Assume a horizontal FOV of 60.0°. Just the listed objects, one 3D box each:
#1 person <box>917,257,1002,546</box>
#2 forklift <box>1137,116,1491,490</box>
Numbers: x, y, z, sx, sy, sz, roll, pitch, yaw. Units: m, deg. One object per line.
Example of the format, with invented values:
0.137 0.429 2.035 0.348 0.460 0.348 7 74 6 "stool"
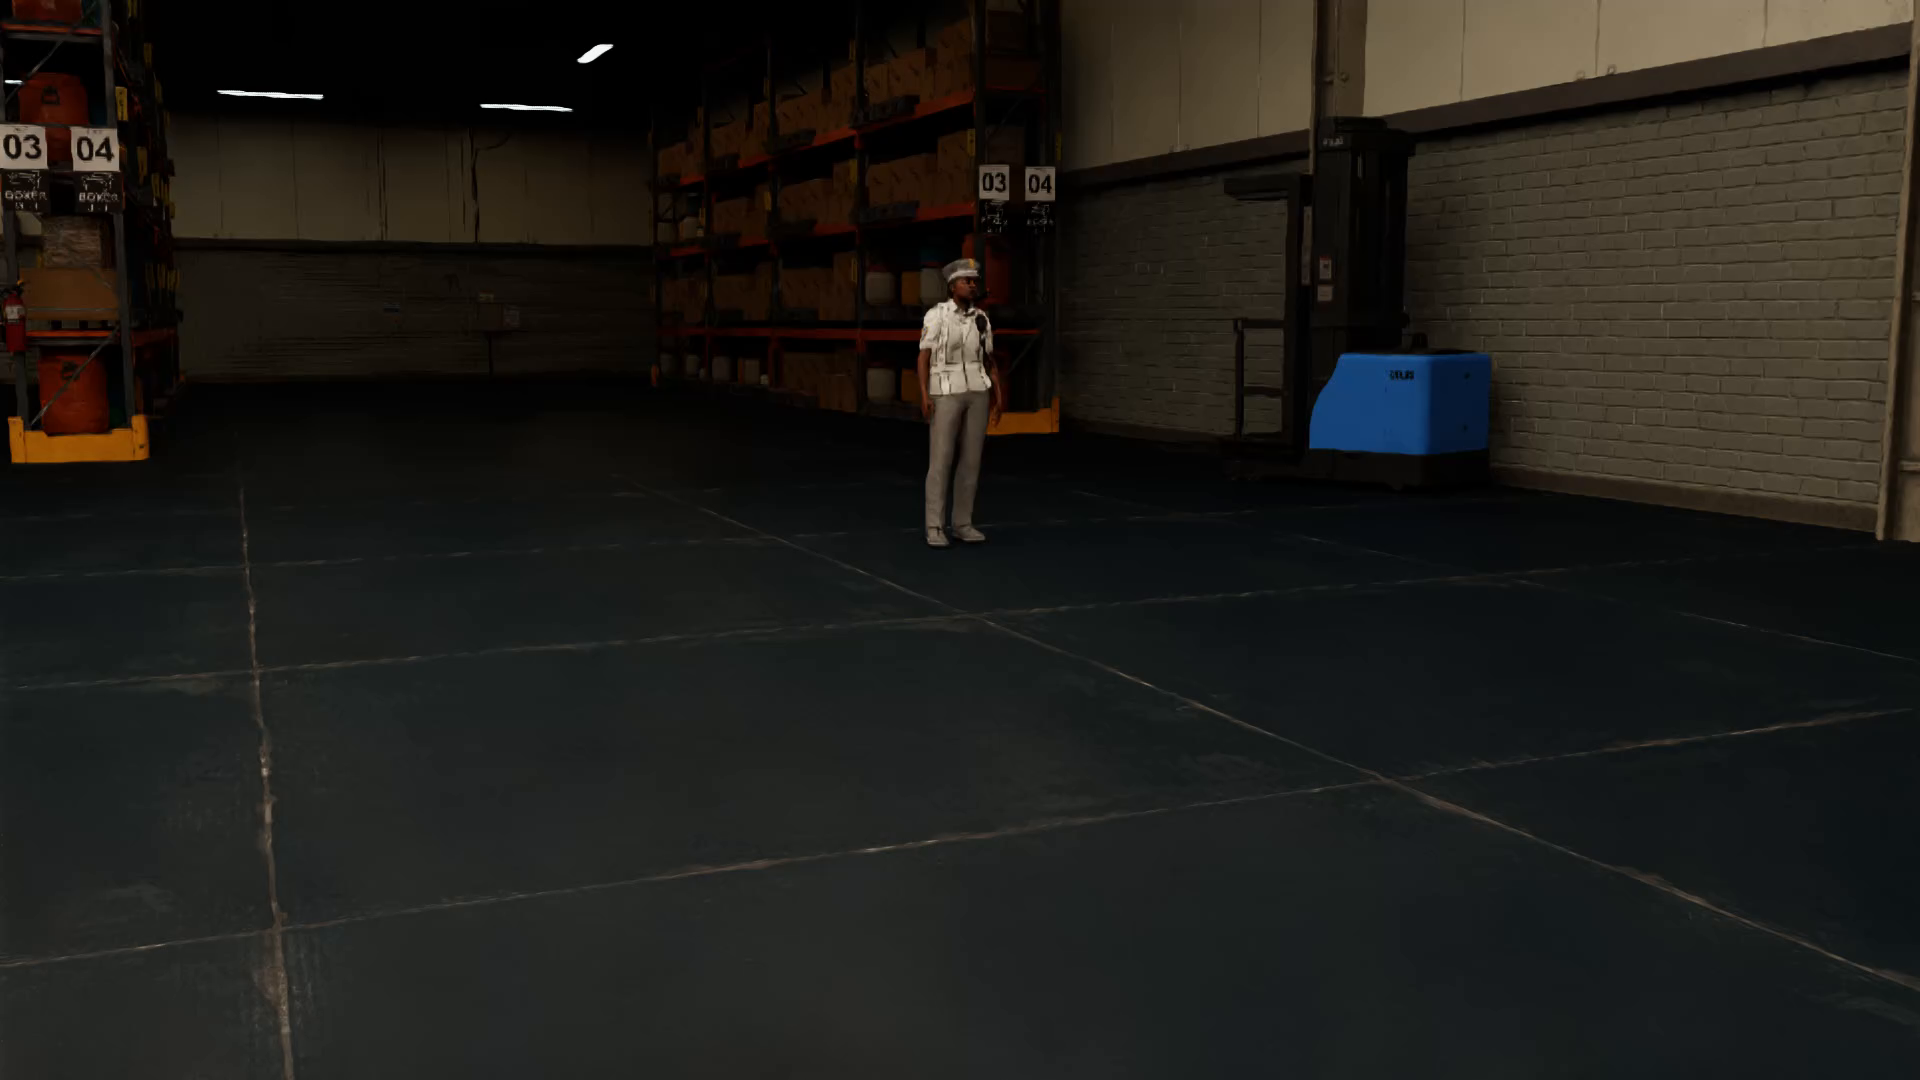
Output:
0.012 -0.838 9.966 0.570 1.695 0.529 -3 8 -23 "person"
2.877 -1.979 13.954 1.130 2.935 3.031 -7 10 -43 "forklift"
